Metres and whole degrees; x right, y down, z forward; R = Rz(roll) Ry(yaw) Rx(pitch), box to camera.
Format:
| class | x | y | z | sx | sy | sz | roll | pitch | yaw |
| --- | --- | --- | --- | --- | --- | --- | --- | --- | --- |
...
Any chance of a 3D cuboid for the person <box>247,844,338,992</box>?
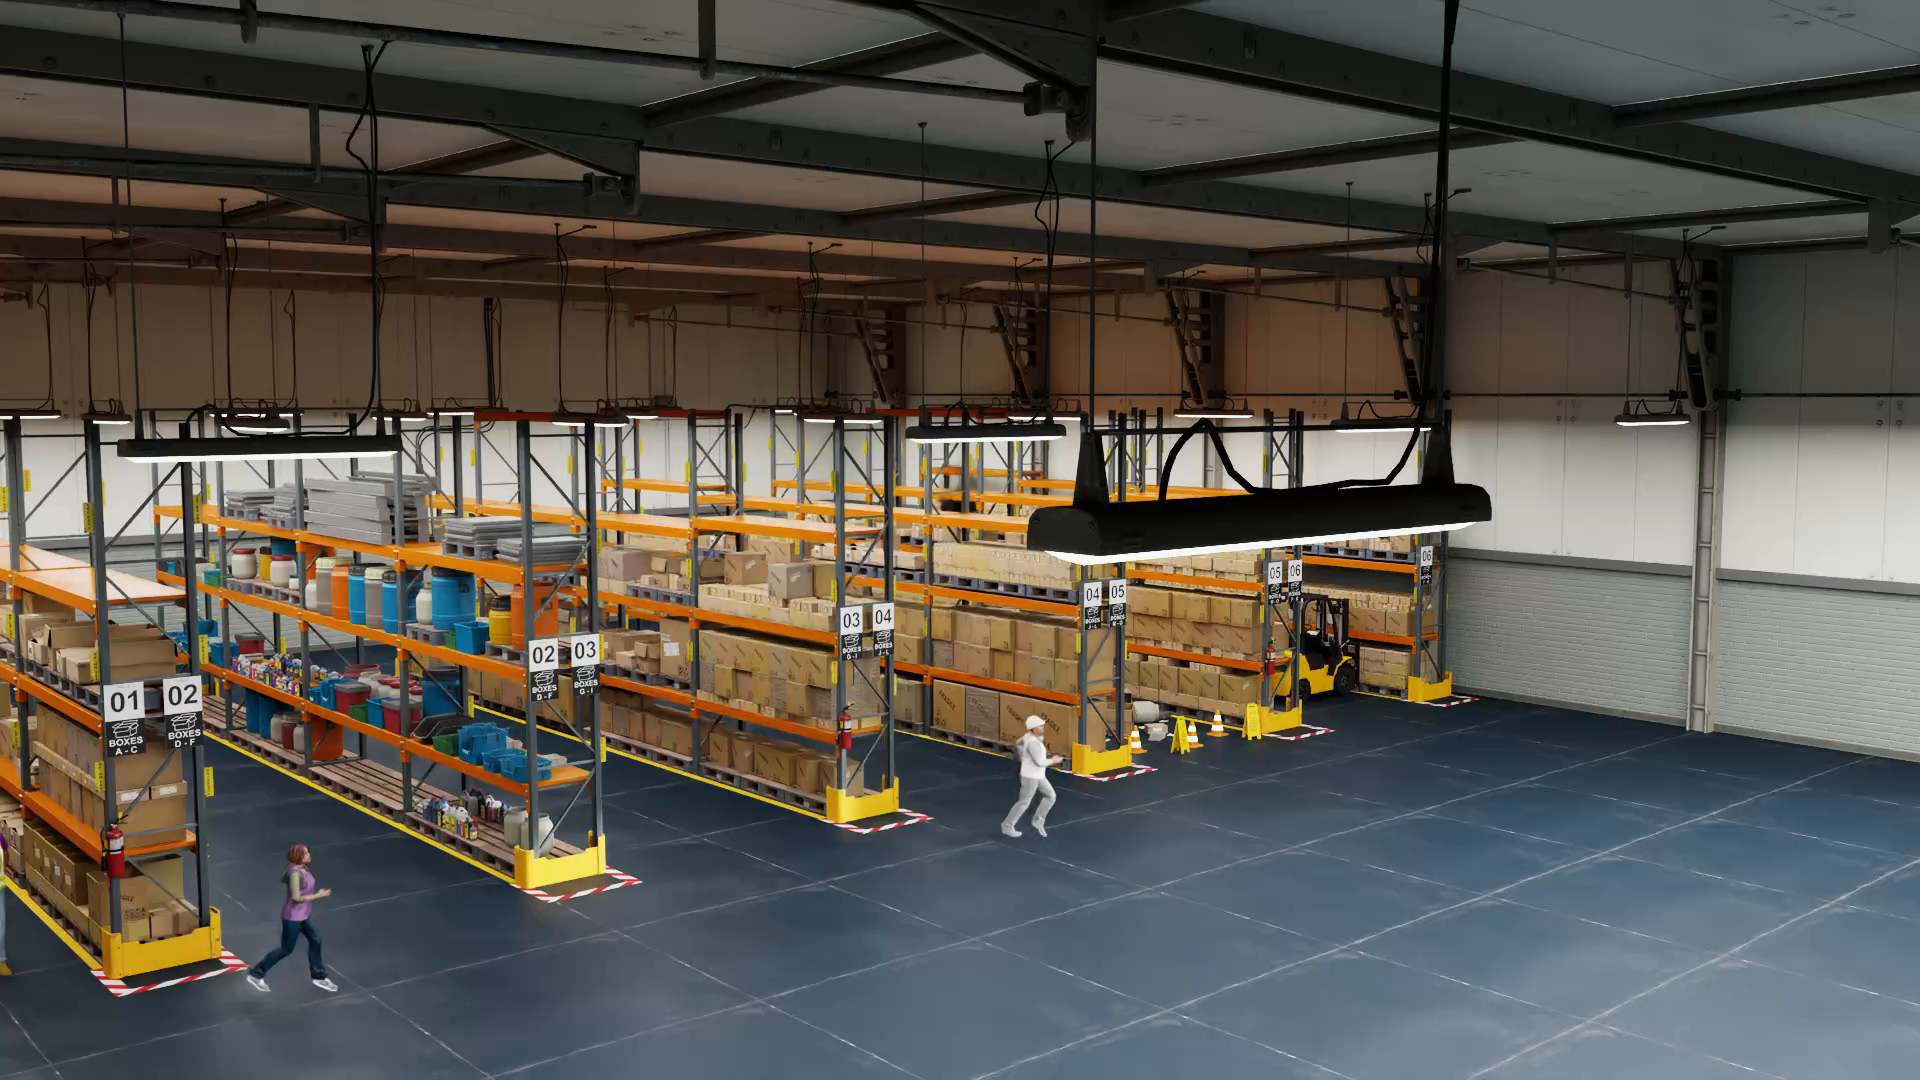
| class | x | y | z | sx | sy | sz | roll | pitch | yaw |
| --- | --- | --- | --- | --- | --- | --- | --- | --- | --- |
| person | -7.044 | 3.996 | 17.516 | 0.871 | 1.623 | 0.550 | -1 | 5 | -10 |

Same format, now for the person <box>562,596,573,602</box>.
| class | x | y | z | sx | sy | sz | roll | pitch | yaw |
| --- | --- | --- | --- | --- | --- | --- | --- | --- | --- |
| person | -9.097 | 2.135 | 38.485 | 0.673 | 1.673 | 0.629 | -2 | 5 | -23 |

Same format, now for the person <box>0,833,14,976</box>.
| class | x | y | z | sx | sy | sz | roll | pitch | yaw |
| --- | --- | --- | --- | --- | --- | --- | --- | --- | --- |
| person | -10.690 | 3.842 | 18.217 | 0.918 | 1.762 | 0.700 | 4 | 6 | 39 |

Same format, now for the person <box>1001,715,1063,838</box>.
| class | x | y | z | sx | sy | sz | roll | pitch | yaw |
| --- | --- | --- | --- | --- | --- | --- | --- | --- | --- |
| person | 1.027 | 3.371 | 23.663 | 0.874 | 1.788 | 0.662 | 0 | 5 | 4 |
